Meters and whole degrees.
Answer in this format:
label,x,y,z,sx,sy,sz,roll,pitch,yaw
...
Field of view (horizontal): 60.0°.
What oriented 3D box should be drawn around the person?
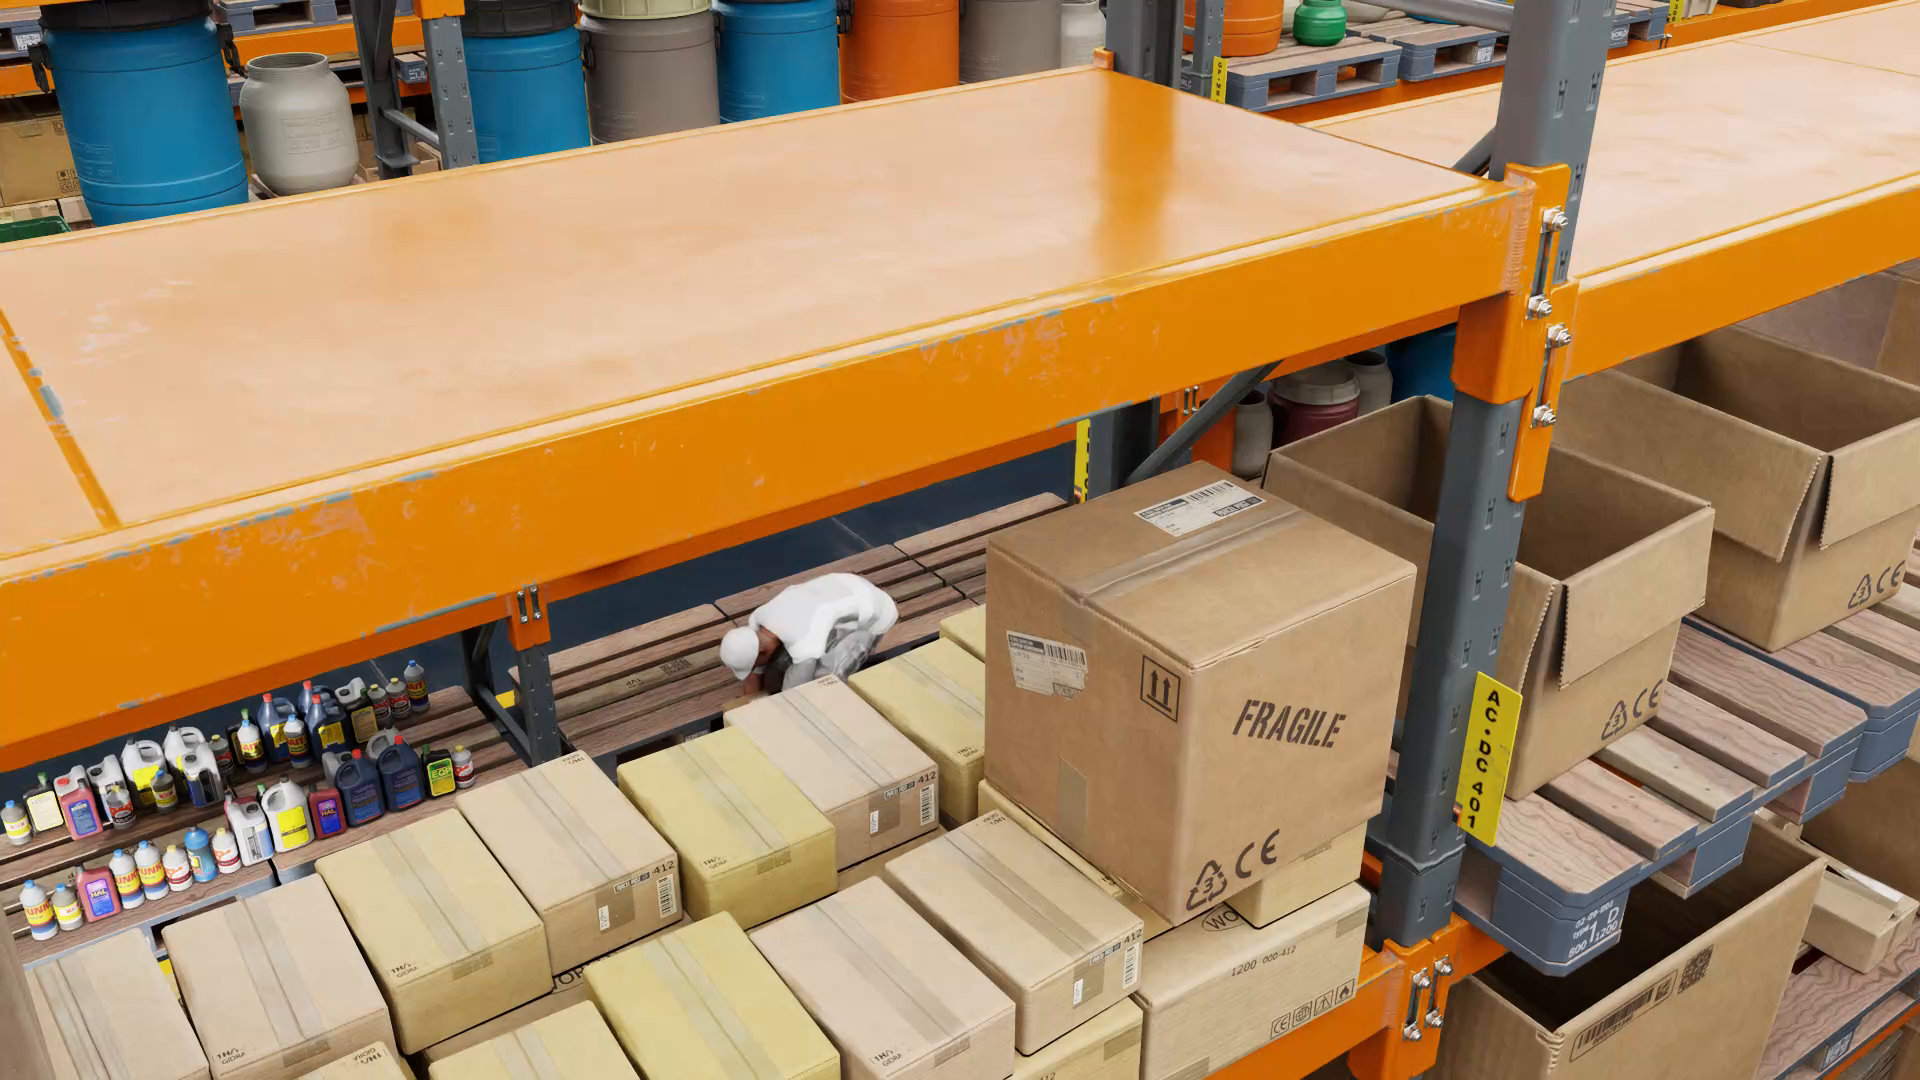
label,x,y,z,sx,sy,sz,roll,pitch,yaw
person,-0.772,0.642,8.510,0.991,0.839,0.538,-19,34,-32
